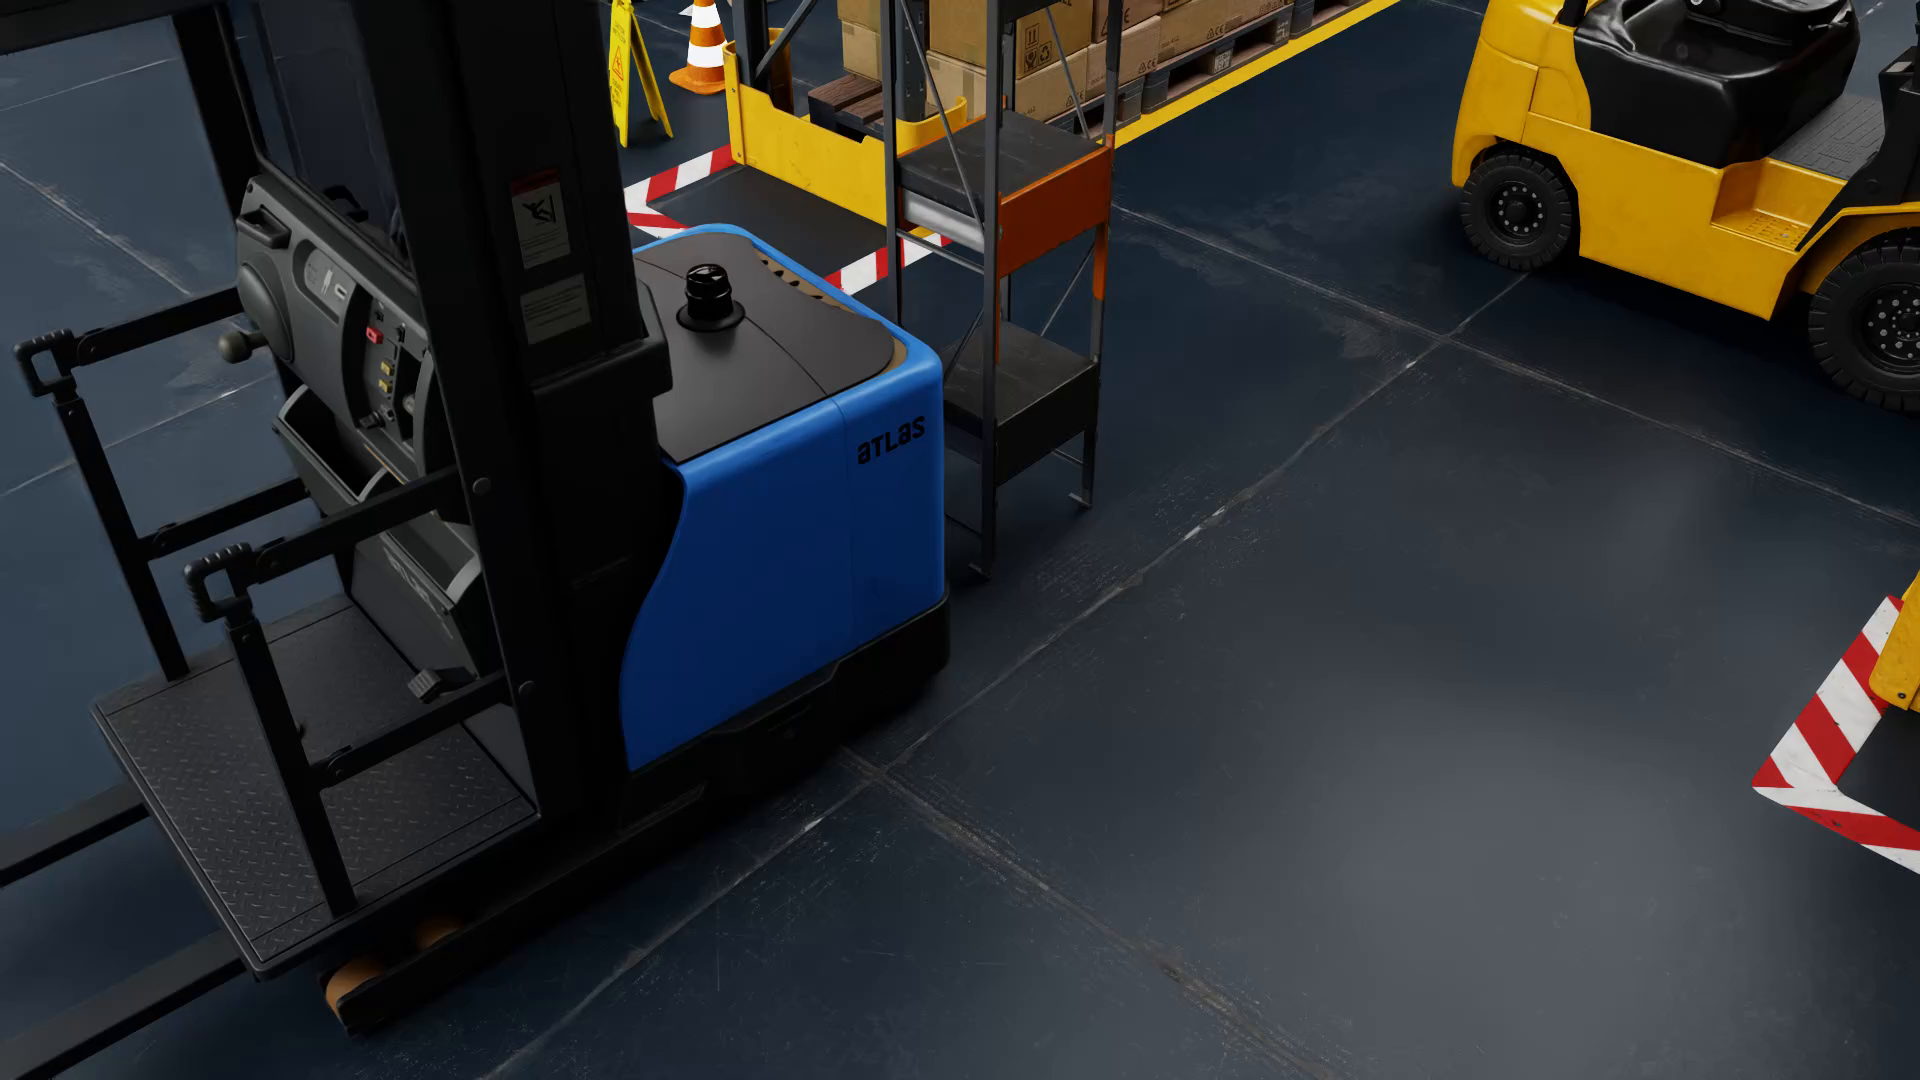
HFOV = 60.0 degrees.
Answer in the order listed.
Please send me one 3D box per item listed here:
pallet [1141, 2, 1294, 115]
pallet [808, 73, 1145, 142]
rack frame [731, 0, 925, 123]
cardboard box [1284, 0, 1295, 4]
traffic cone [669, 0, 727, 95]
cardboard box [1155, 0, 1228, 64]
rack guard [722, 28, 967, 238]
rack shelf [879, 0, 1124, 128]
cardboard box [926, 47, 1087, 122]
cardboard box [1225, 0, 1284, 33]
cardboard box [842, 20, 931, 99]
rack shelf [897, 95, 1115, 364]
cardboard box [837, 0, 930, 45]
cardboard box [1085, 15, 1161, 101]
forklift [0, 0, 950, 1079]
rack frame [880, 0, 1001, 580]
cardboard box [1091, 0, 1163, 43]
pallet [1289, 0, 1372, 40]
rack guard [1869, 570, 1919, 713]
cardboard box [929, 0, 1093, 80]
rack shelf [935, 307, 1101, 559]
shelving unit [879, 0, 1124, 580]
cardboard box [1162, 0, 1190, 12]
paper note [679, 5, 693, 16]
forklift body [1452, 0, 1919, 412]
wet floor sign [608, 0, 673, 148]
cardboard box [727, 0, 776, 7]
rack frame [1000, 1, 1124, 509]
[{"bbox_3d":[0.903,-2.537,8.271,1.003,0.211,1.213,30,47,32],"label":"pallet"},{"bbox_3d":[0.080,-1.979,7.569,1.003,0.211,1.213,30,47,32],"label":"pallet"},{"bbox_3d":[-0.545,-2.677,6.207,1.000,3.000,0.127,30,47,32],"label":"rack frame"},{"bbox_3d":[1.601,-2.970,8.446,0.500,0.250,0.500,28,46,31],"label":"cardboard box"},{"bbox_3d":[-1.208,-2.423,7.926,0.336,0.463,0.334,30,47,32],"label":"traffic cone"},{"bbox_3d":[0.912,-2.507,7.865,0.500,0.250,0.500,-31,48,-33],"label":"cardboard box"},{"bbox_3d":[-0.494,-1.734,7.029,1.175,0.500,0.348,30,47,32],"label":"rack guard"},{"bbox_3d":[0.112,-1.435,4.265,0.431,0.518,0.480,30,47,32],"label":"rack shelf"},{"bbox_3d":[0.203,-2.020,7.252,0.500,0.250,0.500,29,47,32],"label":"cardboard box"},{"bbox_3d":[1.254,-2.738,8.155,0.500,0.250,0.500,30,48,32],"label":"cardboard box"},{"bbox_3d":[-0.183,-2.261,7.555,0.500,0.250,0.500,29,47,32],"label":"cardboard box"},{"bbox_3d":[0.112,-0.887,4.701,0.431,0.518,0.480,30,47,32],"label":"rack shelf"},{"bbox_3d":[-0.197,-2.536,7.299,0.500,0.500,0.500,30,47,32],"label":"cardboard box"},{"bbox_3d":[0.553,-2.251,7.543,0.500,0.250,0.500,31,48,33],"label":"cardboard box"},{"bbox_3d":[-1.476,-0.397,3.394,3.031,2.935,1.130,-28,46,-31],"label":"forklift"},{"bbox_3d":[-0.053,-0.786,4.551,0.400,2.100,0.015,30,47,32],"label":"rack frame"},{"bbox_3d":[0.568,-2.566,7.337,0.500,0.500,0.500,28,46,30],"label":"cardboard box"},{"bbox_3d":[1.726,-3.100,8.979,1.003,0.211,1.213,30,47,32],"label":"pallet"},{"bbox_3d":[3.105,0.395,4.352,1.175,0.500,0.348,30,47,32],"label":"rack guard"},{"bbox_3d":[0.218,-2.324,7.032,0.500,0.500,0.500,28,46,31],"label":"cardboard box"},{"bbox_3d":[0.112,-0.339,5.136,0.431,0.518,0.480,30,47,32],"label":"rack shelf"},{"bbox_3d":[0.112,-0.898,4.692,0.431,2.100,0.503,30,47,32],"label":"shelving unit"},{"bbox_3d":[0.912,-2.793,7.622,0.500,0.500,0.500,31,48,33],"label":"cardboard box"},{"bbox_3d":[-1.377,-2.785,8.728,0.148,0.019,0.142,14,41,17],"label":"paper note"},{"bbox_3d":[3.054,-1.900,5.911,2.313,2.155,1.214,30,47,32],"label":"forklift body"},{"bbox_3d":[-1.463,-2.118,7.395,0.232,0.644,0.267,-18,42,-21],"label":"wet floor sign"},{"bbox_3d":[-1.153,-3.011,8.917,0.250,0.149,0.380,-11,40,-14],"label":"cardboard box"},{"bbox_3d":[0.276,-1.010,4.833,0.400,2.100,0.015,30,47,32],"label":"rack frame"}]
